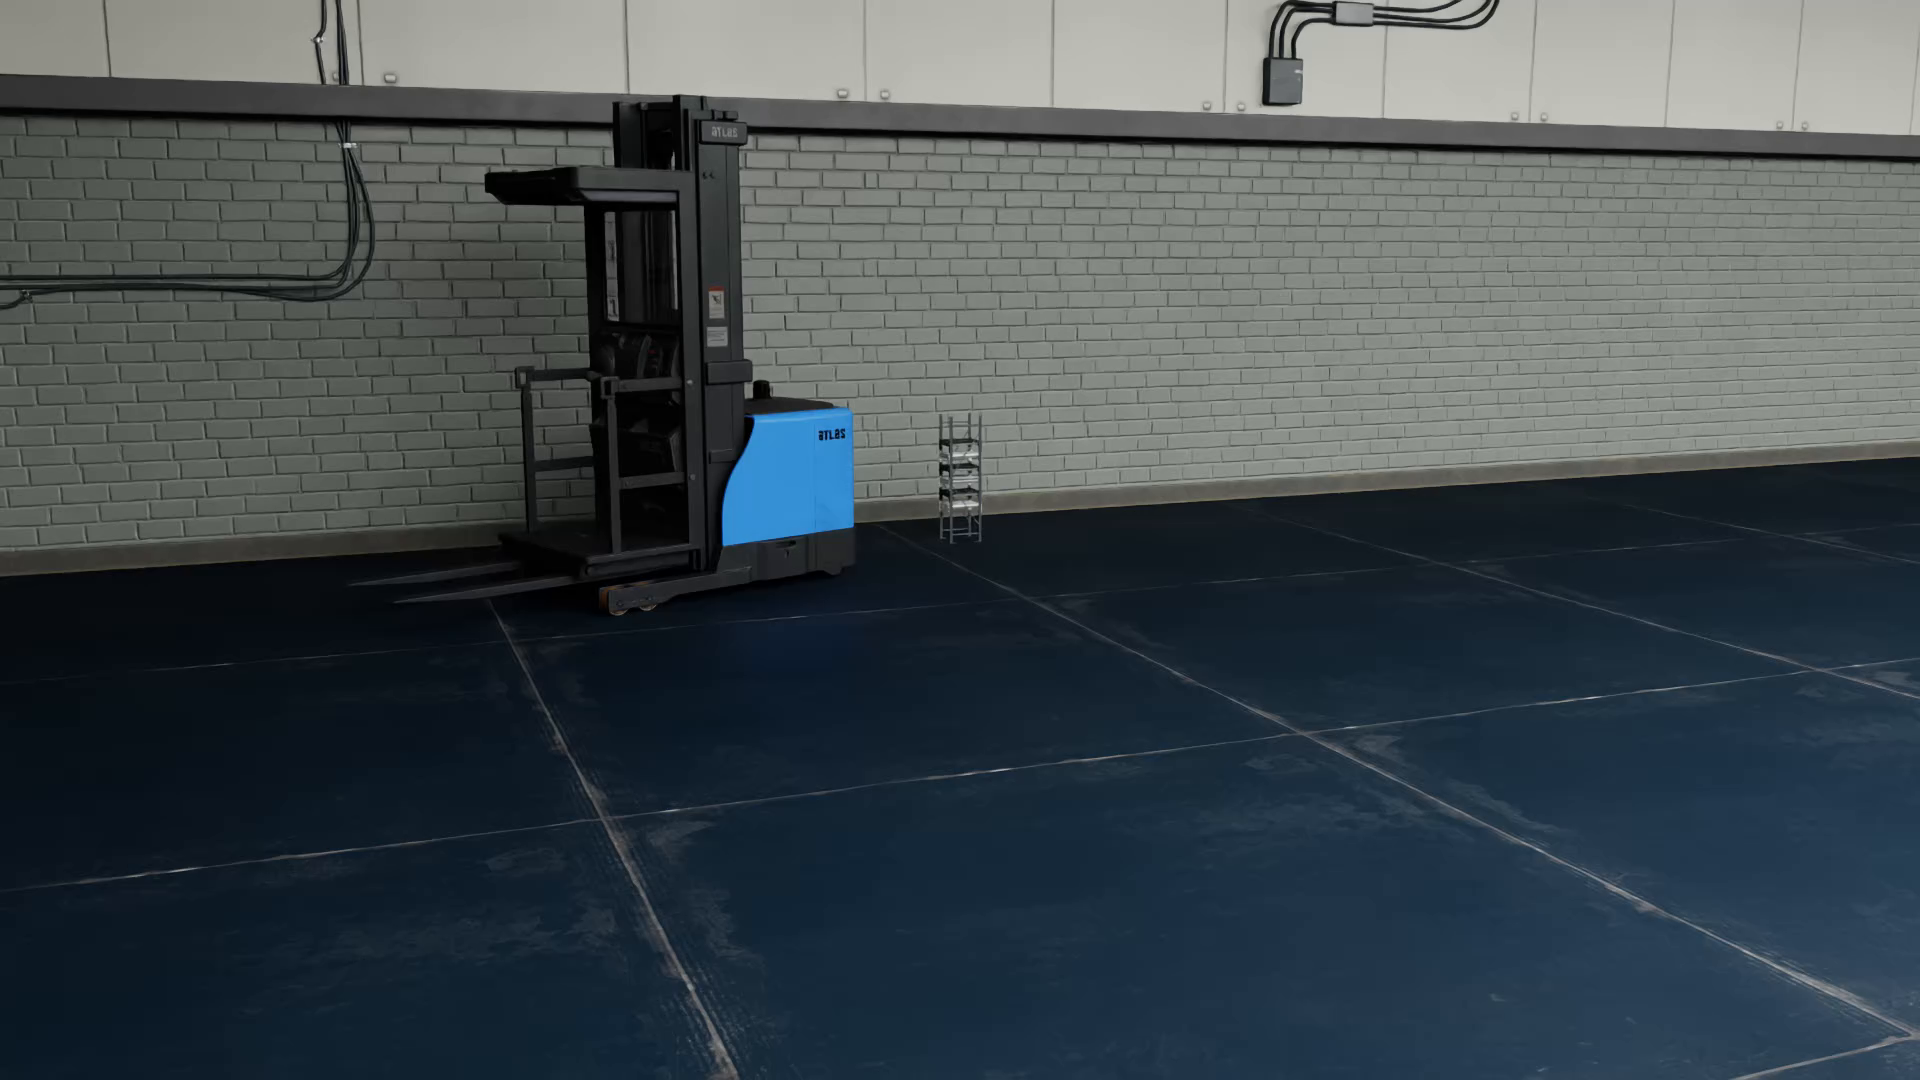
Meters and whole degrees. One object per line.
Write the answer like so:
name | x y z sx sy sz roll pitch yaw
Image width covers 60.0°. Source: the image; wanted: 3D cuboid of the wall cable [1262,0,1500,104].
wall cable | 3.525 -6.520 13.166 2.305 6.003 0.169 -4 11 -21

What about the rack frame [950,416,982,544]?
rack frame | 0.040 -0.425 11.741 0.240 0.900 0.006 -4 11 -21

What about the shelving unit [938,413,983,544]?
shelving unit | 0.003 -0.442 11.834 0.258 0.900 0.210 -4 11 -21

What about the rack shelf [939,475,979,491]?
rack shelf | 0.003 -0.409 11.840 0.258 0.077 0.200 -4 11 -21

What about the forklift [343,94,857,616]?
forklift | -2.095 -1.114 9.811 3.031 2.935 1.130 -9 13 -41

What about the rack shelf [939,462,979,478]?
rack shelf | 0.003 -0.498 11.824 0.258 0.077 0.200 -4 11 -21

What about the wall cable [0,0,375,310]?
wall cable | -5.329 -2.717 10.363 3.097 2.526 0.112 -4 11 -21

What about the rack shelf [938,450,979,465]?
rack shelf | 0.003 -0.586 11.808 0.258 0.077 0.200 -4 11 -21

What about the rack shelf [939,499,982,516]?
rack shelf | 0.003 -0.232 11.871 0.258 0.077 0.200 -4 11 -21

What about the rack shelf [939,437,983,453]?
rack shelf | 0.003 -0.675 11.792 0.258 0.077 0.200 -4 11 -21

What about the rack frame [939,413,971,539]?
rack frame | -0.034 -0.458 11.927 0.240 0.900 0.006 -4 11 -21

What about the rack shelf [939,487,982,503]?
rack shelf | 0.003 -0.320 11.855 0.258 0.077 0.200 -4 11 -21
